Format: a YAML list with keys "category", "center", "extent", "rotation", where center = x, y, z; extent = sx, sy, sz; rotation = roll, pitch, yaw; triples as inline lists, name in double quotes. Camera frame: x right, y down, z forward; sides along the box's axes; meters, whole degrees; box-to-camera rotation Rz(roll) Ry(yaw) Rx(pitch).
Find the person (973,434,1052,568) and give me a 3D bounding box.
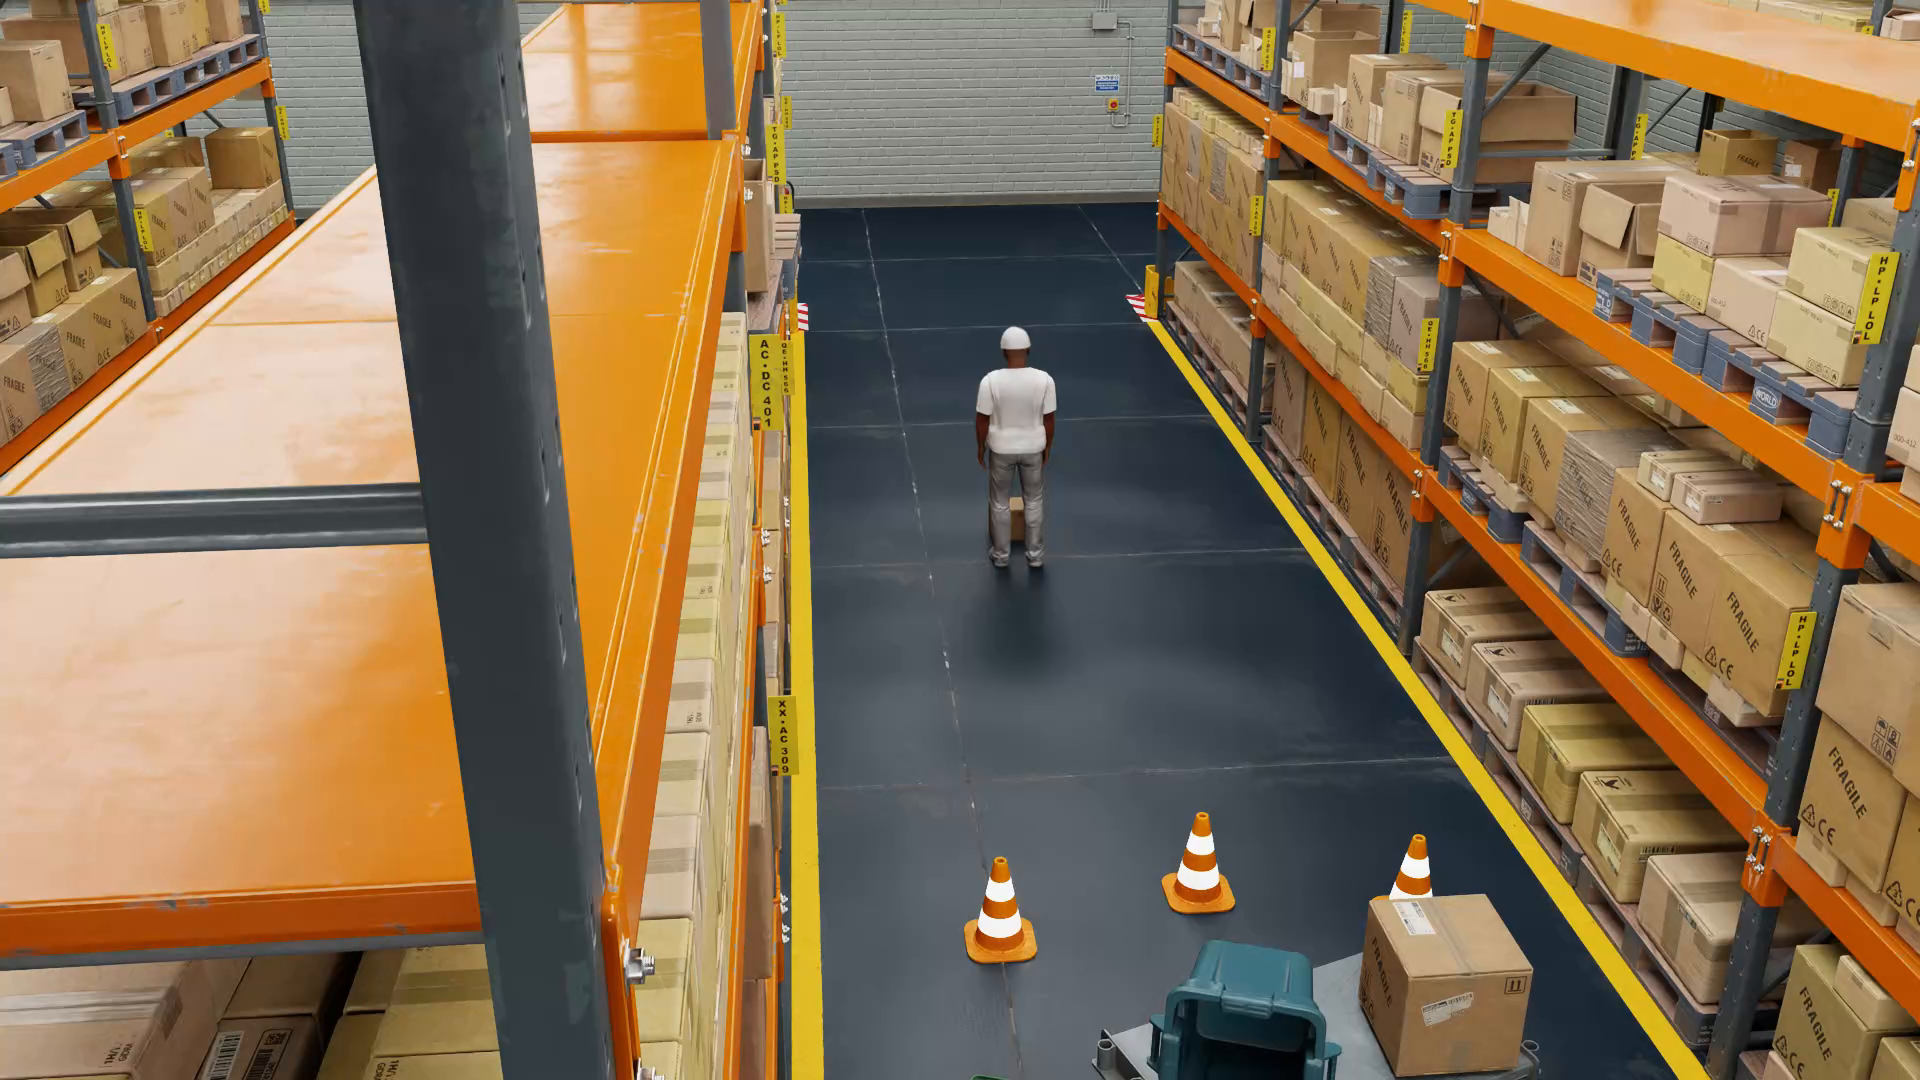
- category: "person"
  center: [0.368, -0.281, 12.166]
  extent: [0.519, 0.822, 0.973]
  rotation: [-3, 24, -6]
